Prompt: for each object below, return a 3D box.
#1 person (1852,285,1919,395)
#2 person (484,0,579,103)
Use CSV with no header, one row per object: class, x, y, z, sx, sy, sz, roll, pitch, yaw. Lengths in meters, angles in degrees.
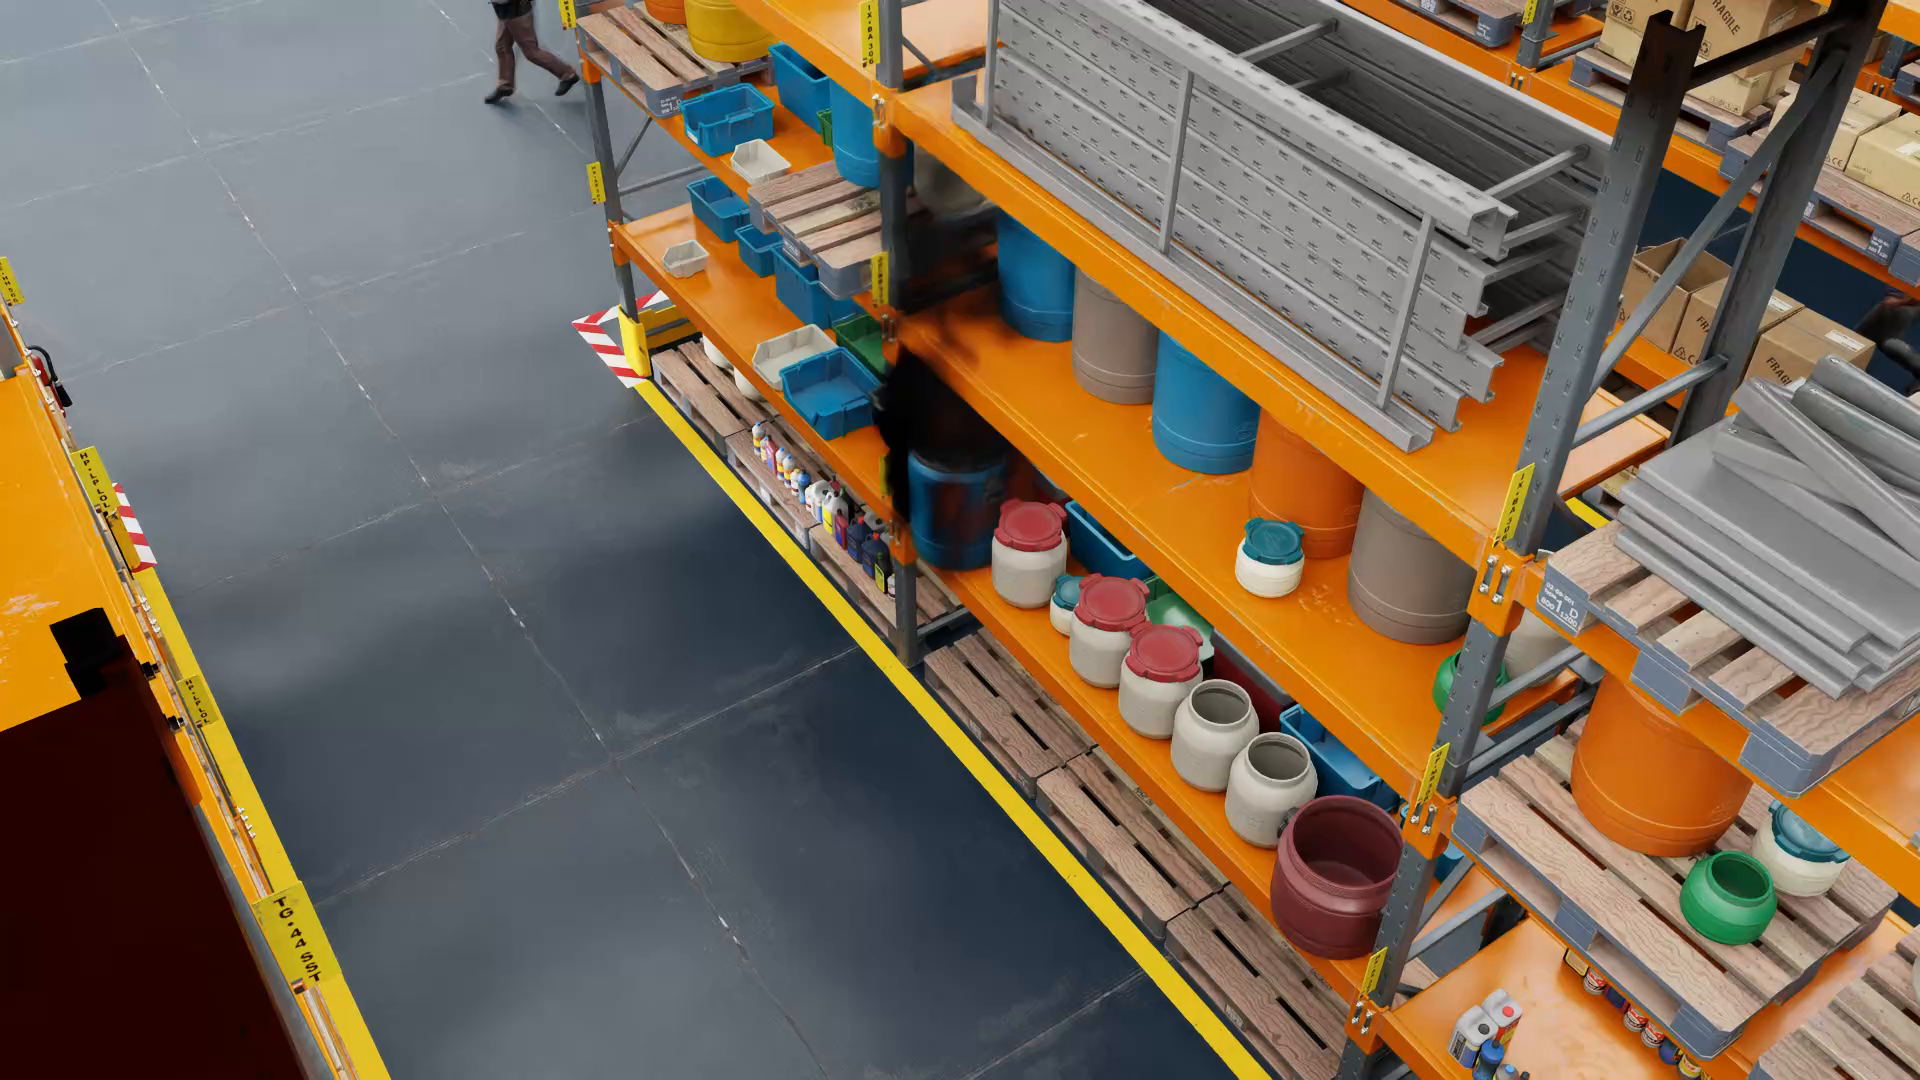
person,7.036,-1.736,12.427,0.887,1.632,0.581,31,51,29
person,-4.230,-5.020,15.902,0.953,1.728,0.645,-9,43,-10
